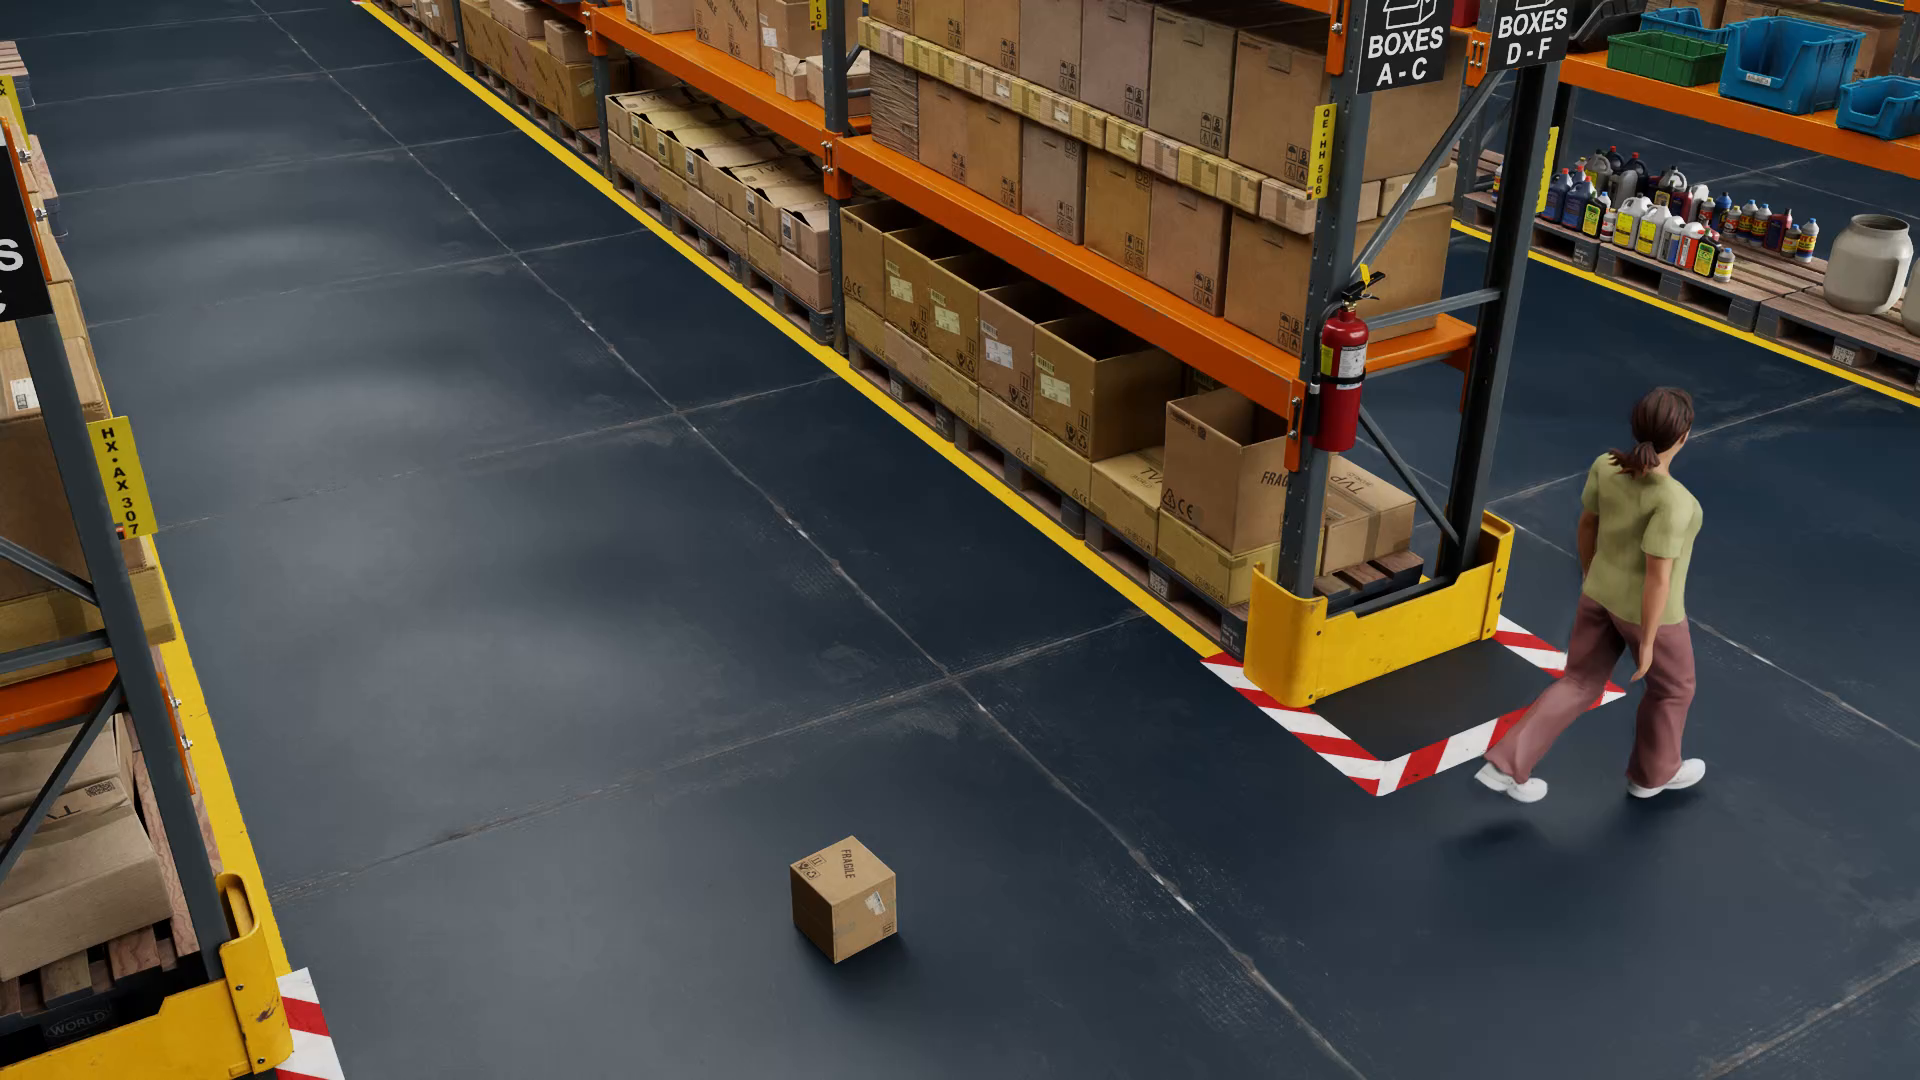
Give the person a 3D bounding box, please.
[{"bbox_3d":[2.283,0.226,5.722,0.942,1.634,0.473,-12,31,-21],"label":"person"}]
